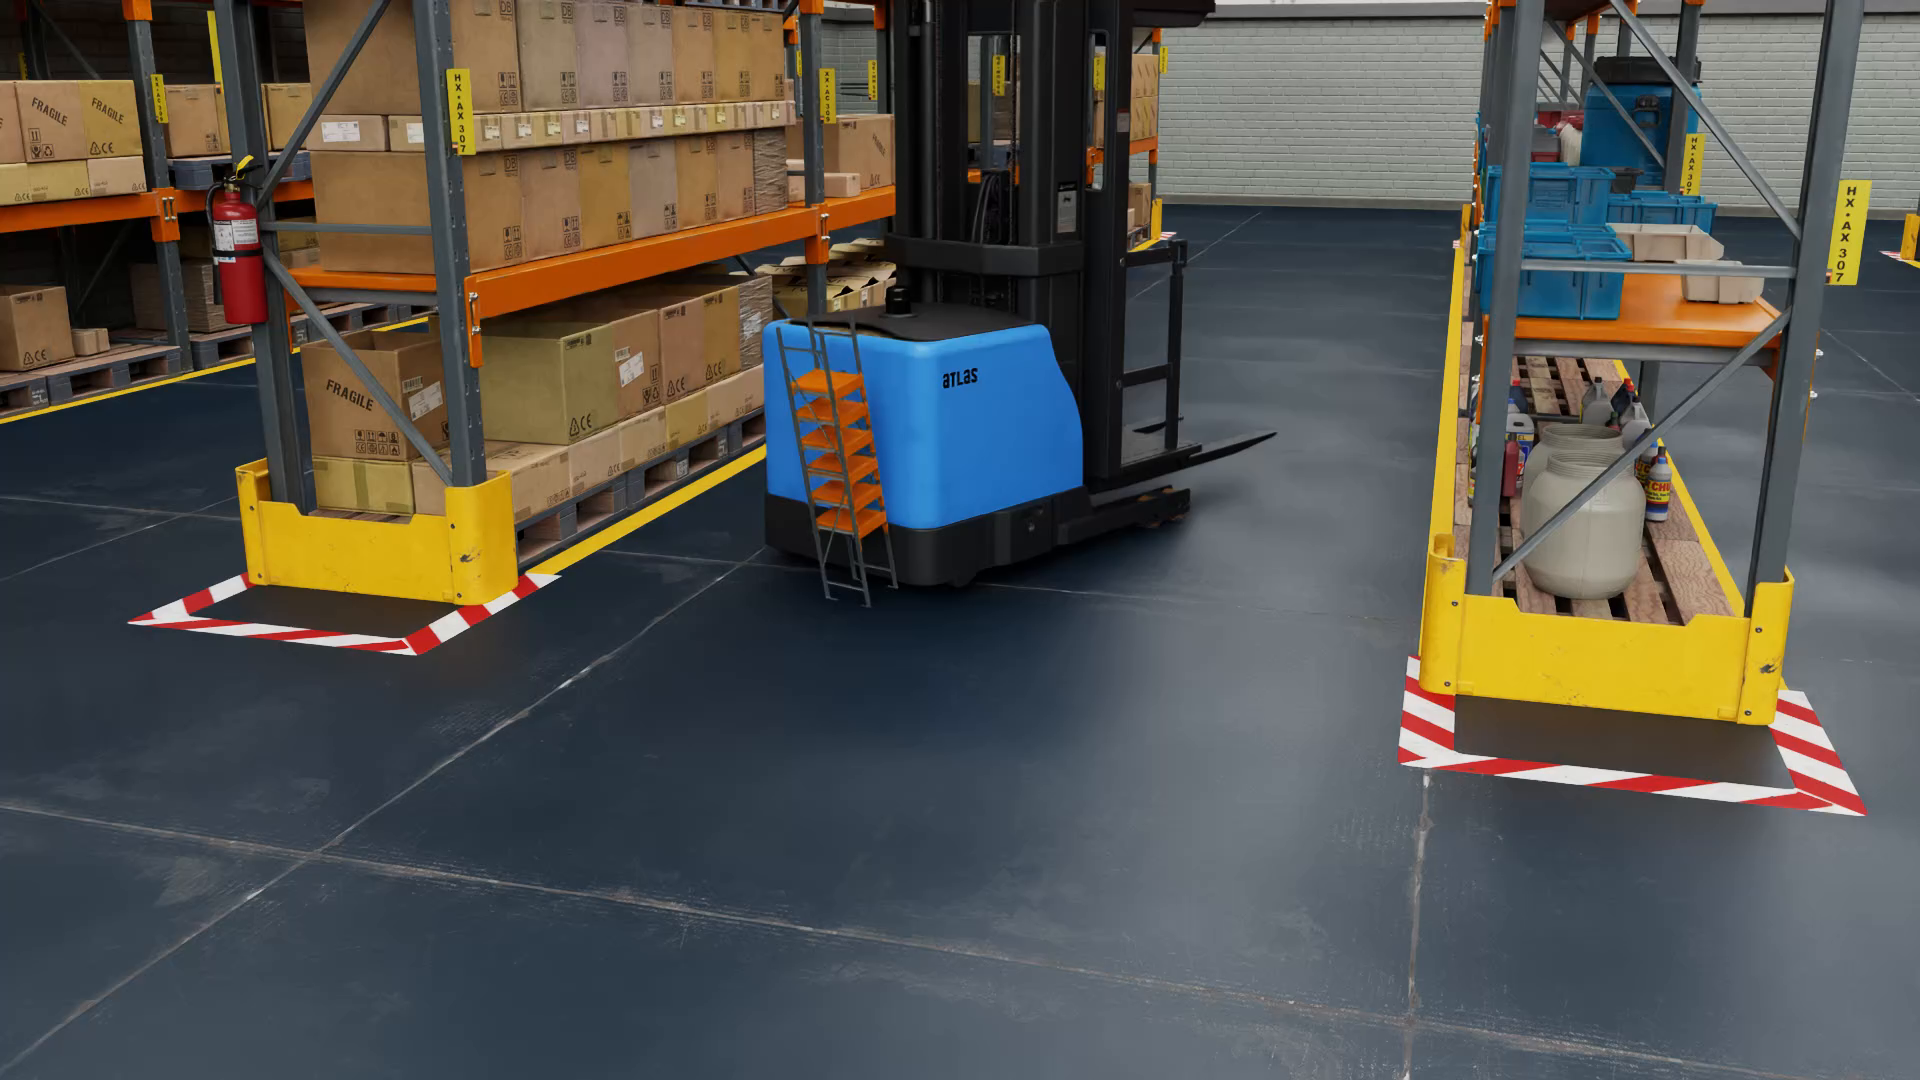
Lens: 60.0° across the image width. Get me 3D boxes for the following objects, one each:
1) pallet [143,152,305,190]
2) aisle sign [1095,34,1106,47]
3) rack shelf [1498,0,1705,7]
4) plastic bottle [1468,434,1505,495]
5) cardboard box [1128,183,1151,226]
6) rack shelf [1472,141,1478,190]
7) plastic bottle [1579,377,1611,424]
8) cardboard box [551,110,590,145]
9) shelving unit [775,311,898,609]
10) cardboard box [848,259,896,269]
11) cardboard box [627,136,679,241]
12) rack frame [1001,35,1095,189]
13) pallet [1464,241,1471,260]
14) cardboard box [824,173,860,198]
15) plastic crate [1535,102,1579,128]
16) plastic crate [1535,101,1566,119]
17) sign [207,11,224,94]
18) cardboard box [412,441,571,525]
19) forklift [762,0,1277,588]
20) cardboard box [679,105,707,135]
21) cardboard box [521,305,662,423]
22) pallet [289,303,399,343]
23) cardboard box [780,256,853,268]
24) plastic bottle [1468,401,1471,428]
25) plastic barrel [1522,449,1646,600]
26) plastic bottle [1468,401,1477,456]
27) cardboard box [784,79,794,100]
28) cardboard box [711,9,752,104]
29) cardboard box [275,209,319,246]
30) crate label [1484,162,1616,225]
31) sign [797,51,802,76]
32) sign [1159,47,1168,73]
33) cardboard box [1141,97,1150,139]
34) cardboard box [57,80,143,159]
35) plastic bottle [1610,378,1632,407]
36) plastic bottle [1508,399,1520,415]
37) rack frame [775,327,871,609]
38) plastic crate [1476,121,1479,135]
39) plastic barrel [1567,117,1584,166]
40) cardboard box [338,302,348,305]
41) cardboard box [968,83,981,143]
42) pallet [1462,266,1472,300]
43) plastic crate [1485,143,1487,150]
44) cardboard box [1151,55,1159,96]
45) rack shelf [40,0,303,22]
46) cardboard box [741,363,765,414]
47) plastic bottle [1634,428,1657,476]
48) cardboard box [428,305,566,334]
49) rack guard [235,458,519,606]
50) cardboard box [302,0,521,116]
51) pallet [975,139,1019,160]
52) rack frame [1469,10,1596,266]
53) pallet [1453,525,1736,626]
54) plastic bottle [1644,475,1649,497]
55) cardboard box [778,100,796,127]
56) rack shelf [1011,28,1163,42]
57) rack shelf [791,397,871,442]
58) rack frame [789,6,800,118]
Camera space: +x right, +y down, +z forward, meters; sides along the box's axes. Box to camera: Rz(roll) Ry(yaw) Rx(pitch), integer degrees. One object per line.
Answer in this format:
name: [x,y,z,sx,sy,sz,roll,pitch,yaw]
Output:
pallet: [-5.739,-2.790,12.521,1.003,0.211,1.213,5,16,16]
aisle sign: [1.803,-6.741,21.336,0.394,0.787,0.004,5,16,16]
rack shelf: [2.835,-2.499,6.965,1.077,0.370,4.000,5,16,16]
plastic bottle: [2.466,-0.359,7.782,0.152,0.276,0.135,5,17,16]
cardboard box: [2.147,-4.298,21.259,0.500,0.500,0.500,5,16,16]
rack shelf: [6.245,-4.196,18.443,1.077,0.370,4.000,5,16,16]
plastic bottle: [3.358,-0.683,8.789,0.144,0.351,0.185,5,16,16]
cardboard box: [-1.945,-1.911,7.696,0.380,0.149,0.250,4,16,15]
shelving unit: [-0.487,-0.310,6.700,0.258,1.200,0.189,11,32,34]
cardboard box: [-0.553,-1.951,12.451,0.500,0.311,0.500,5,17,17]
cardboard box: [-1.899,-1.839,8.631,0.700,0.500,0.500,5,17,18]
rack frame: [0.929,-4.404,17.858,1.000,3.000,0.127,5,16,16]
pallet: [6.193,-3.193,18.698,1.003,0.211,1.213,5,16,16]
cardboard box: [-0.897,-2.406,11.274,0.380,0.149,0.250,5,16,16]
plastic crate: [6.171,-4.292,17.238,0.402,0.464,0.583,5,16,16]
plastic crate: [6.897,-5.009,19.817,0.616,0.435,0.499,5,16,16]
sign: [-2.998,-1.981,6.760,0.100,0.325,0.005,5,16,16]
cardboard box: [-2.116,-0.266,7.541,0.500,0.250,0.500,5,16,16]
forklift: [0.479,-1.542,7.893,1.130,2.935,3.031,14,21,40]
cardboard box: [-1.579,-2.251,8.896,0.380,0.149,0.250,5,17,17]
cardboard box: [-1.846,-0.890,8.365,0.500,0.500,0.500,5,16,16]
pallet: [-5.531,-1.876,14.057,1.003,0.211,1.213,5,16,16]
cardboard box: [-1.072,-1.986,12.576,0.500,0.311,0.500,4,16,15]
plastic bottle: [2.864,-0.715,9.175,0.097,0.201,0.097,0,16,0]
plastic barrel: [2.380,-0.062,6.342,0.421,0.512,0.421,0,16,0]
plastic bottle: [2.636,-0.562,8.485,0.061,0.283,0.133,5,17,18]
cardboard box: [-2.820,-5.843,22.384,0.980,0.700,0.700,5,17,18]
cardboard box: [-1.607,-2.734,9.411,0.700,0.500,0.500,5,16,16]
cardboard box: [-5.477,-2.638,14.035,0.500,0.250,0.500,5,16,16]
crate label: [2.530,-1.399,7.198,0.502,0.435,0.616,5,16,16]
sign: [-2.169,-6.459,22.547,0.100,0.325,0.005,5,16,16]
sign: [2.592,-6.111,21.176,0.100,0.325,0.005,5,16,16]
cardboard box: [2.055,-5.224,20.567,0.500,0.500,0.500,5,17,16]
cardboard box: [-5.933,-2.844,11.224,0.500,0.500,0.500,5,16,16]
plastic bottle: [3.497,-0.672,8.750,0.144,0.351,0.185,4,16,14]
plastic bottle: [2.851,-0.598,8.635,0.097,0.271,0.097,0,16,0]
rack frame: [-0.539,-0.271,6.636,0.240,1.200,0.006,11,32,34]
plastic crate: [6.053,-4.630,18.852,0.416,0.233,0.300,5,16,16]
plastic barrel: [4.094,-2.416,10.602,0.433,0.535,0.433,0,16,0]
cardboard box: [-5.485,-2.299,14.212,0.700,0.500,0.500,5,16,16]
cardboard box: [-0.137,-3.781,14.709,0.700,0.500,0.500,-1,16,-3]
pallet: [5.418,-2.478,16.180,1.003,0.211,1.213,5,16,16]
plastic crate: [3.419,-2.231,10.226,0.392,0.384,0.575,5,16,16]
cardboard box: [2.203,-5.841,20.911,0.500,0.500,0.500,4,16,15]
rack shelf: [-5.527,-4.314,13.363,1.077,0.370,4.000,5,16,16]
cardboard box: [-1.419,-0.921,9.851,0.500,0.250,0.500,5,16,16]
plastic bottle: [3.264,-0.397,7.926,0.097,0.271,0.097,0,16,0]
cardboard box: [-2.344,-0.930,8.507,0.500,0.500,0.500,5,16,16]
rack guard: [-2.488,-0.055,7.108,1.175,0.500,0.348,5,16,16]
cardboard box: [-2.322,-2.071,7.074,0.700,0.500,0.500,5,16,16]
pallet: [0.340,-3.774,15.989,1.003,0.211,1.213,5,16,16]
rack frame: [5.677,-4.019,16.500,1.000,3.000,0.127,5,16,16]
pallet: [2.479,0.227,6.643,1.003,0.211,1.213,5,16,16]
plastic bottle: [3.110,-0.222,7.436,0.097,0.201,0.097,0,16,0]
cardboard box: [-1.217,-2.583,10.067,0.380,0.149,0.250,5,16,16]
rack shelf: [1.497,-6.024,19.391,1.077,0.370,4.000,5,16,16]
rack shelf: [-0.512,-0.484,6.615,0.258,0.103,0.180,11,32,34]
rack frame: [-2.685,-5.833,22.898,1.000,3.000,0.127,5,16,16]
